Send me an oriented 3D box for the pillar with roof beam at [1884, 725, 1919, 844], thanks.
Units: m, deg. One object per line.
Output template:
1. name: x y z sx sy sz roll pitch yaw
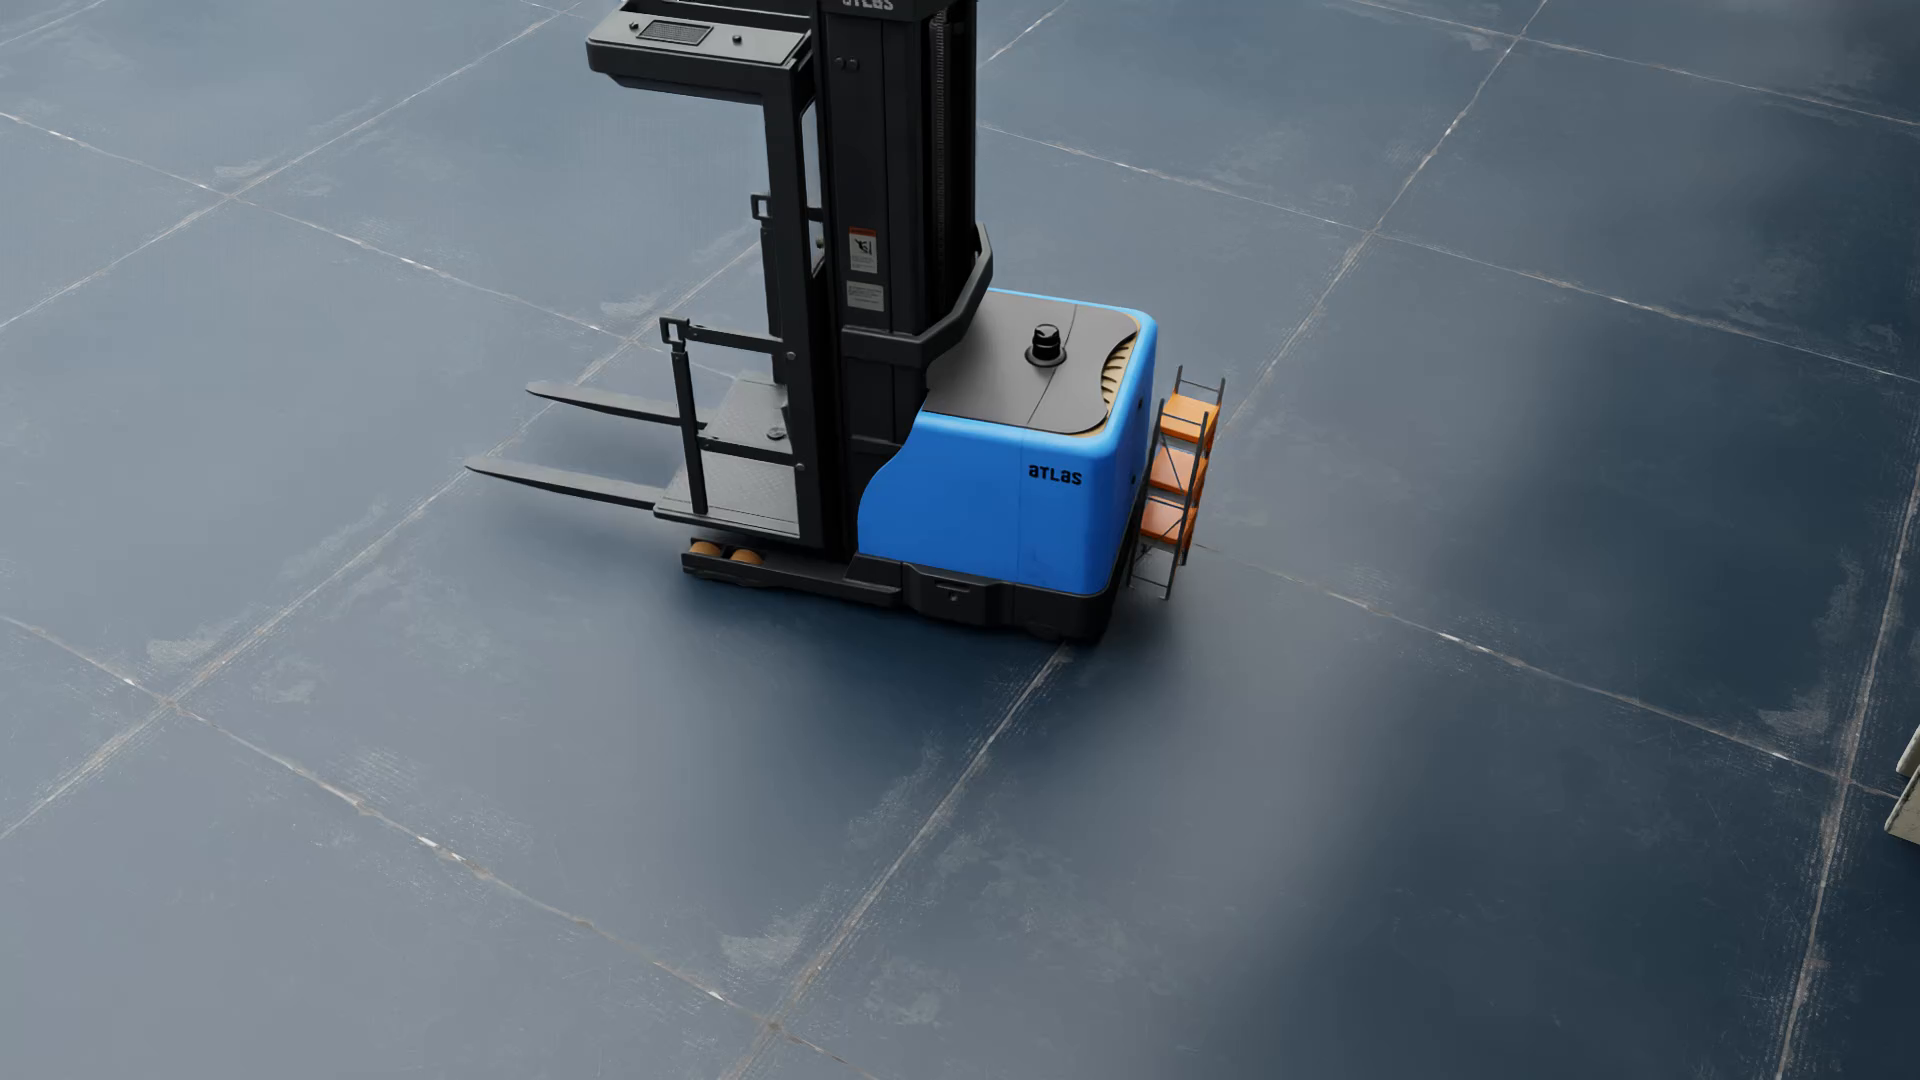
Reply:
1. pillar with roof beam: 0.013 -3.758 5.024 9.100 9.000 0.400 21 45 22

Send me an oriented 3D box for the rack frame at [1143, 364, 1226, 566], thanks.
1. rack frame: 0.949 -0.299 7.100 0.200 1.050 0.008 19 45 14

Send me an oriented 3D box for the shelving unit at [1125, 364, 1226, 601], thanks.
1. shelving unit: 0.902 -0.225 7.016 0.215 1.050 0.252 19 45 14

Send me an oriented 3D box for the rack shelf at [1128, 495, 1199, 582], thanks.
1. rack shelf: 0.883 -0.015 7.212 0.215 0.259 0.240 19 45 14

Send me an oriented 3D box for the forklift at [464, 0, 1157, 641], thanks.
1. forklift: -0.726 -1.218 6.731 3.031 2.935 1.130 10 42 12

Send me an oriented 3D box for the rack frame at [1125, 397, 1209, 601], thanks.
1. rack frame: 0.854 -0.151 6.931 0.200 1.050 0.008 19 45 14

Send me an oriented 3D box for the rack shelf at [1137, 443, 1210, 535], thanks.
1. rack shelf: 0.901 -0.217 7.023 0.215 0.259 0.240 19 45 14

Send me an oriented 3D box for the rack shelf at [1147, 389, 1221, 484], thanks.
1. rack shelf: 0.920 -0.424 6.829 0.215 0.259 0.240 19 45 14
